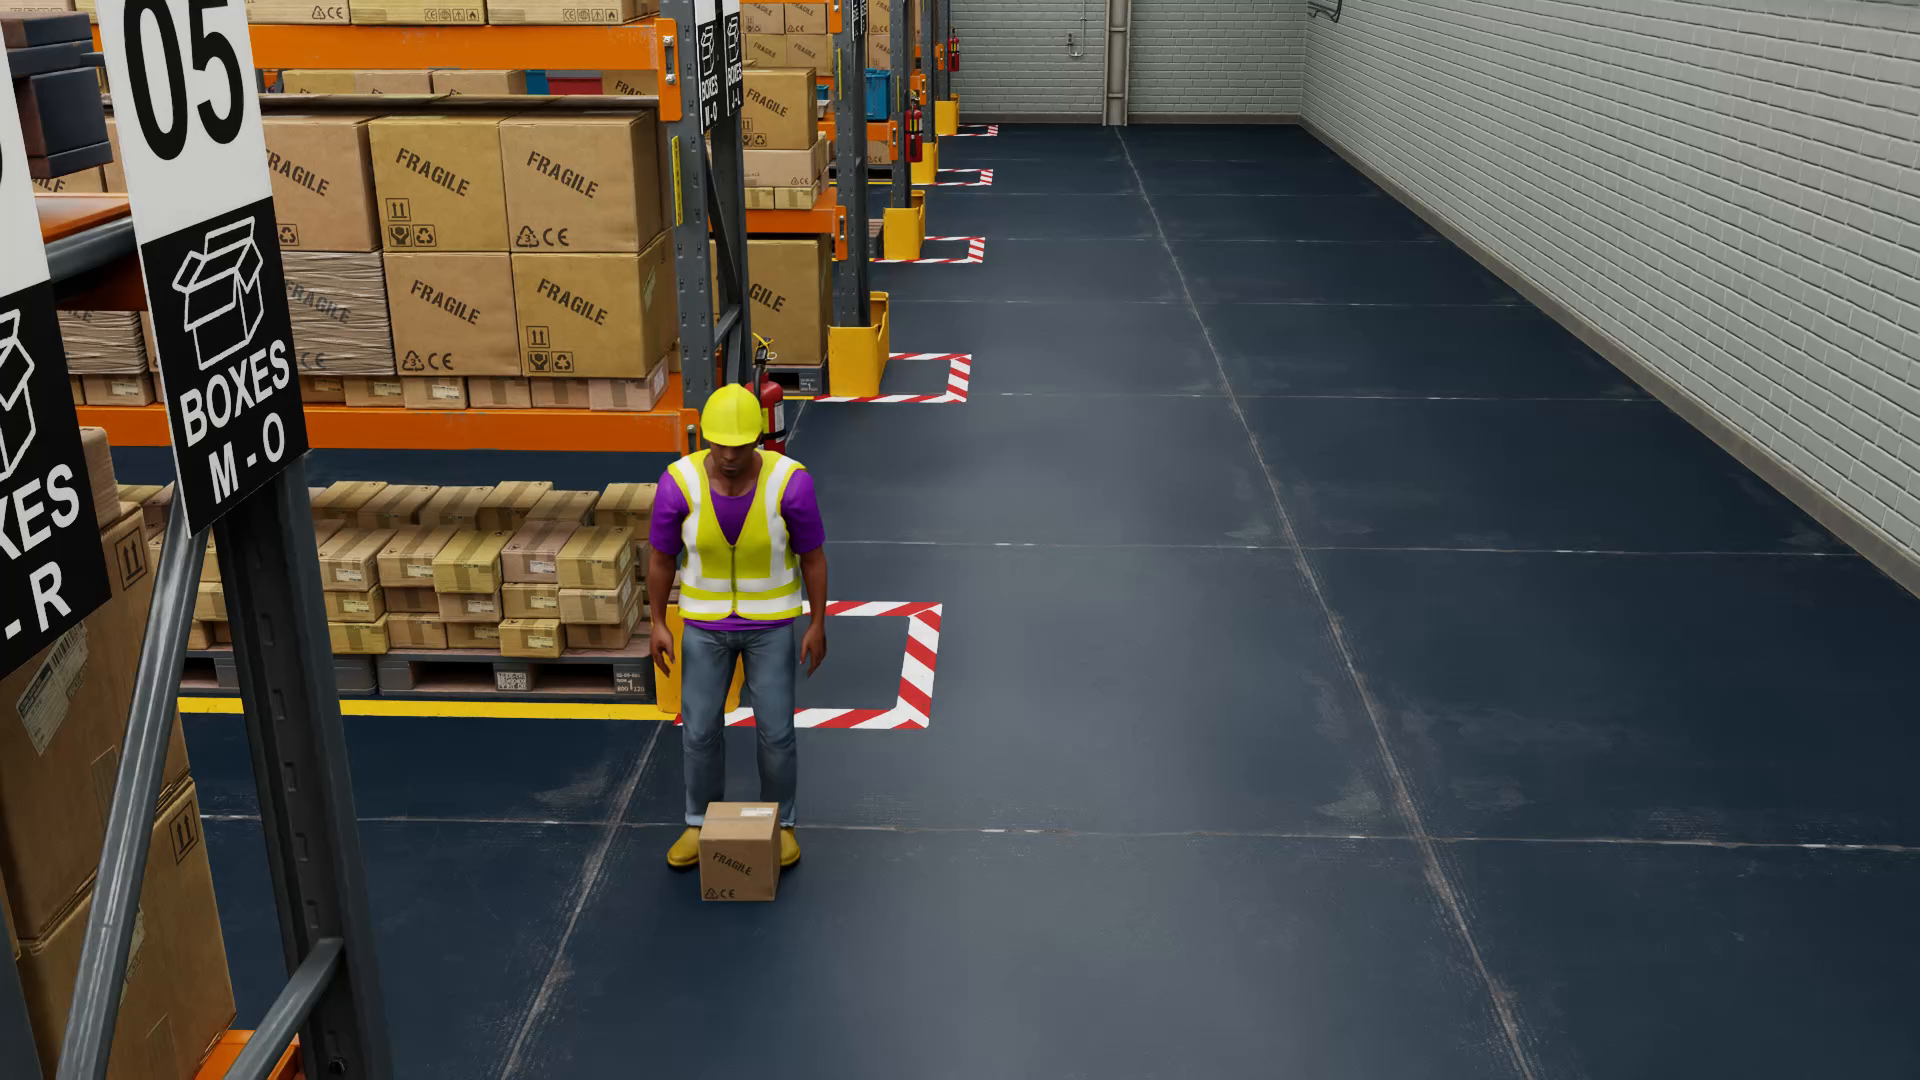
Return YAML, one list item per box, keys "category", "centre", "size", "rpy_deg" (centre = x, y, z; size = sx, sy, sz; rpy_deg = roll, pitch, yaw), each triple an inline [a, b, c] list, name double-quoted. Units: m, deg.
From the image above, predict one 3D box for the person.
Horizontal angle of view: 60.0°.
- category: "person"
  centre: [-0.766, 0.300, 5.760]
  size: [0.621, 1.759, 0.461]
  rpy_deg: [0, 21, 0]
